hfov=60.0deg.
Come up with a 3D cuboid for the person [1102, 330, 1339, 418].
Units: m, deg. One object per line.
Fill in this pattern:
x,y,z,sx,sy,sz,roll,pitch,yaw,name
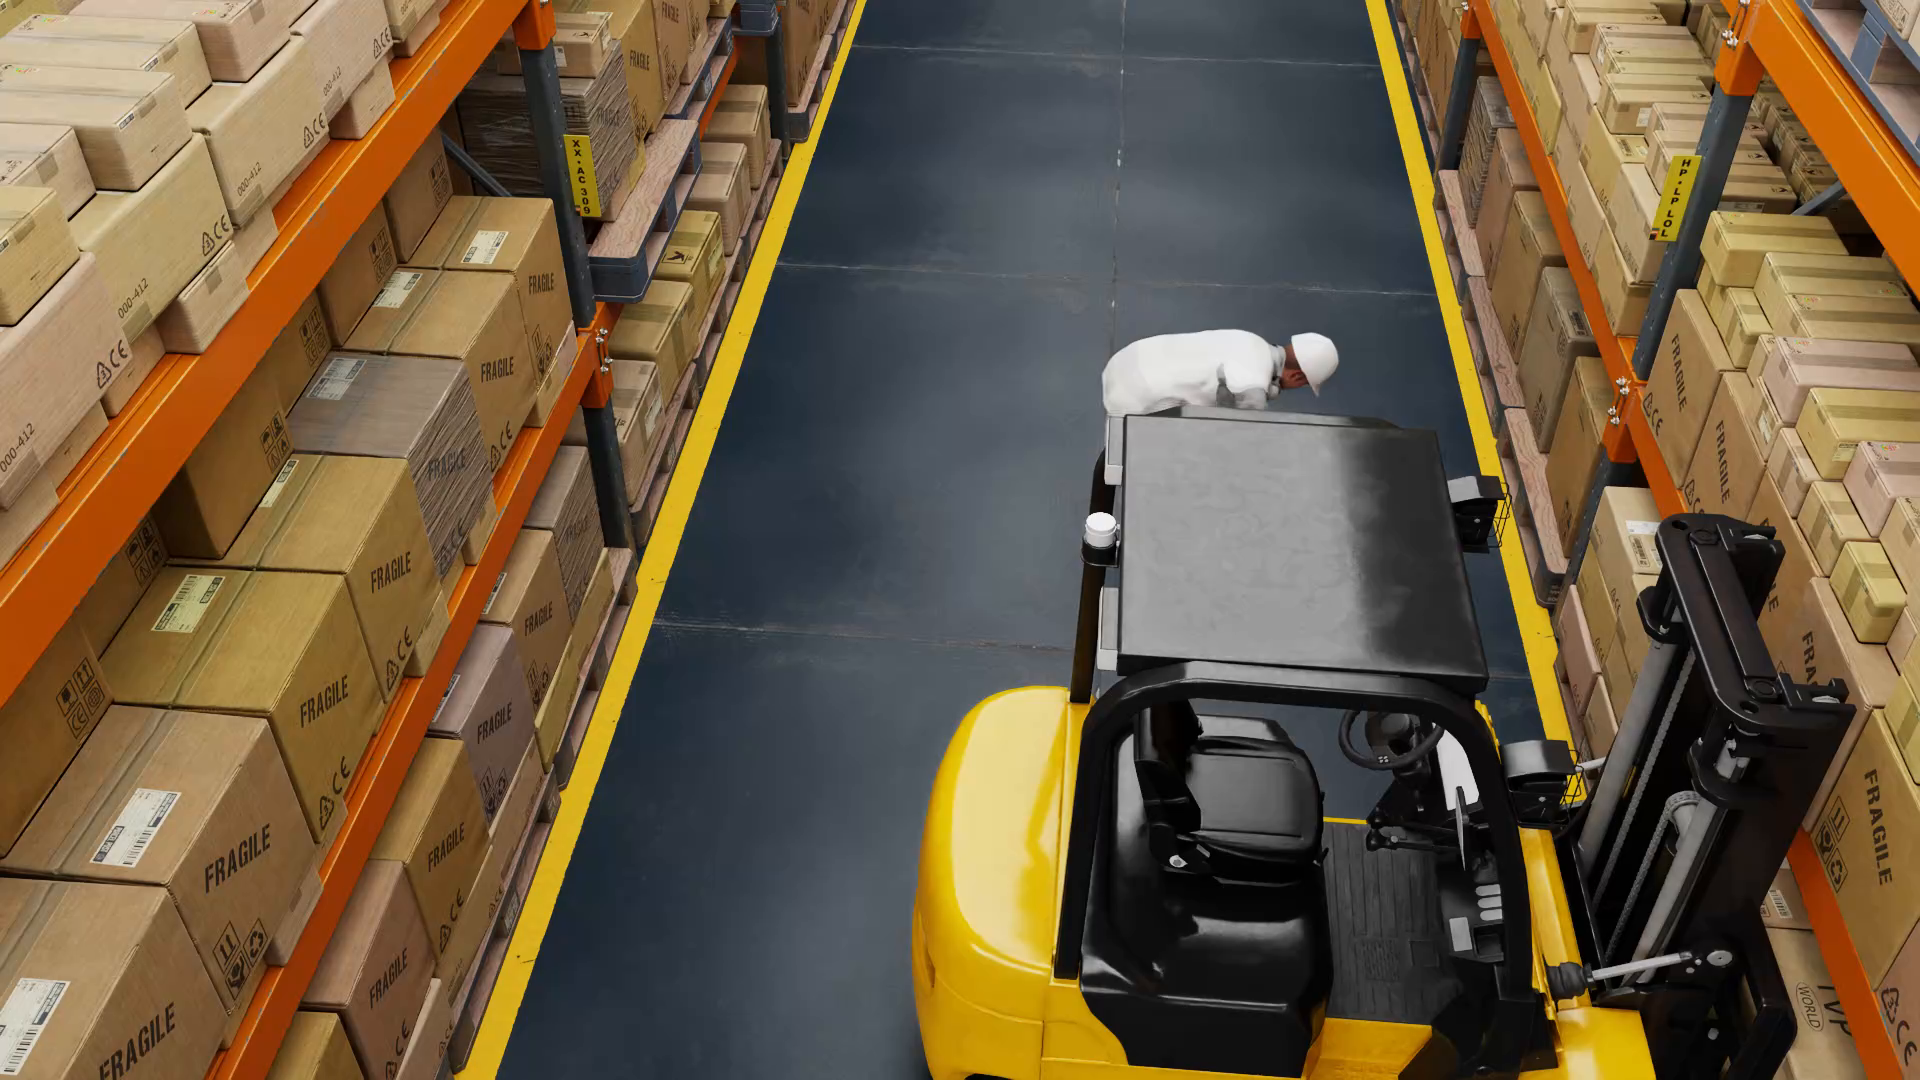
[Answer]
1.109,-0.469,7.305,0.991,0.997,0.505,2,40,2,person
